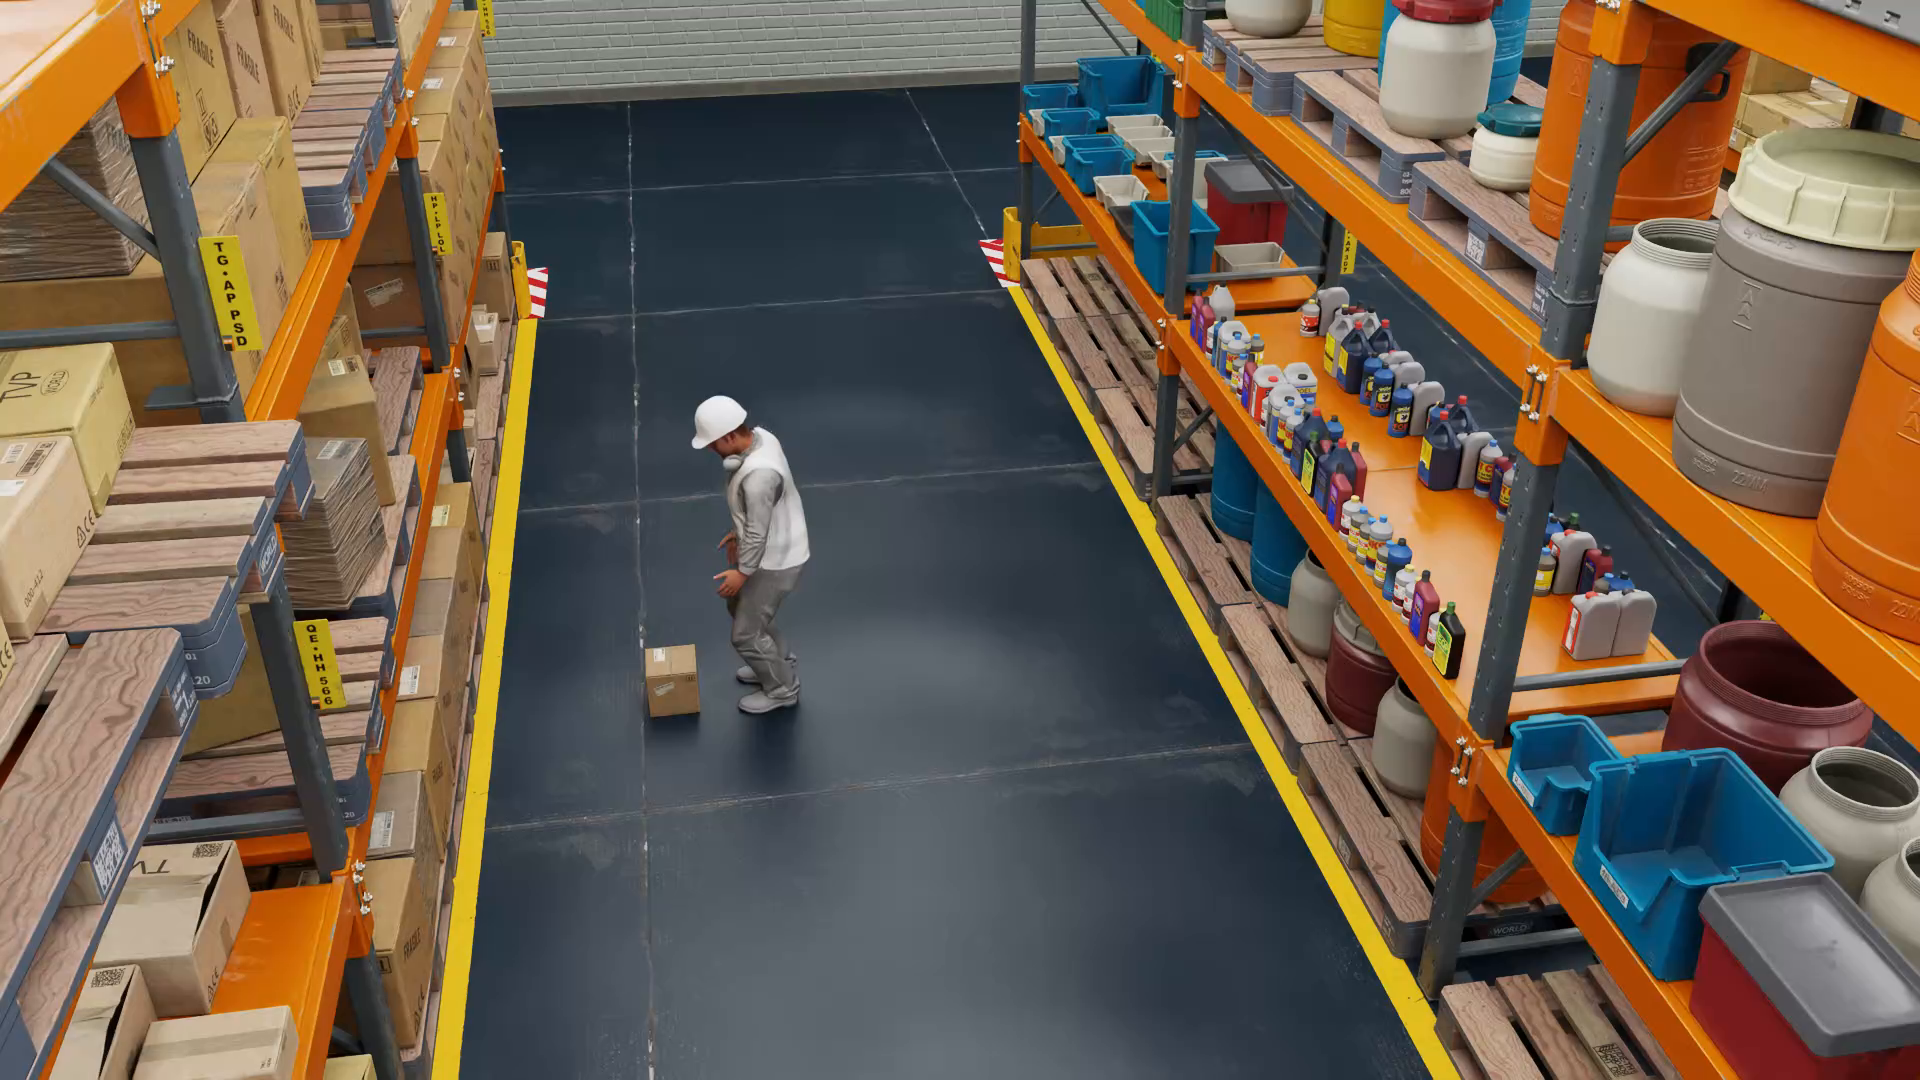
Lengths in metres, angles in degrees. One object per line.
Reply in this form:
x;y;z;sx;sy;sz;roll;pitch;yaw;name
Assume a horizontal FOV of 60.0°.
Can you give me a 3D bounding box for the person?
-0.993;0.065;8.088;0.514;1.695;0.567;-5;31;-8;person
